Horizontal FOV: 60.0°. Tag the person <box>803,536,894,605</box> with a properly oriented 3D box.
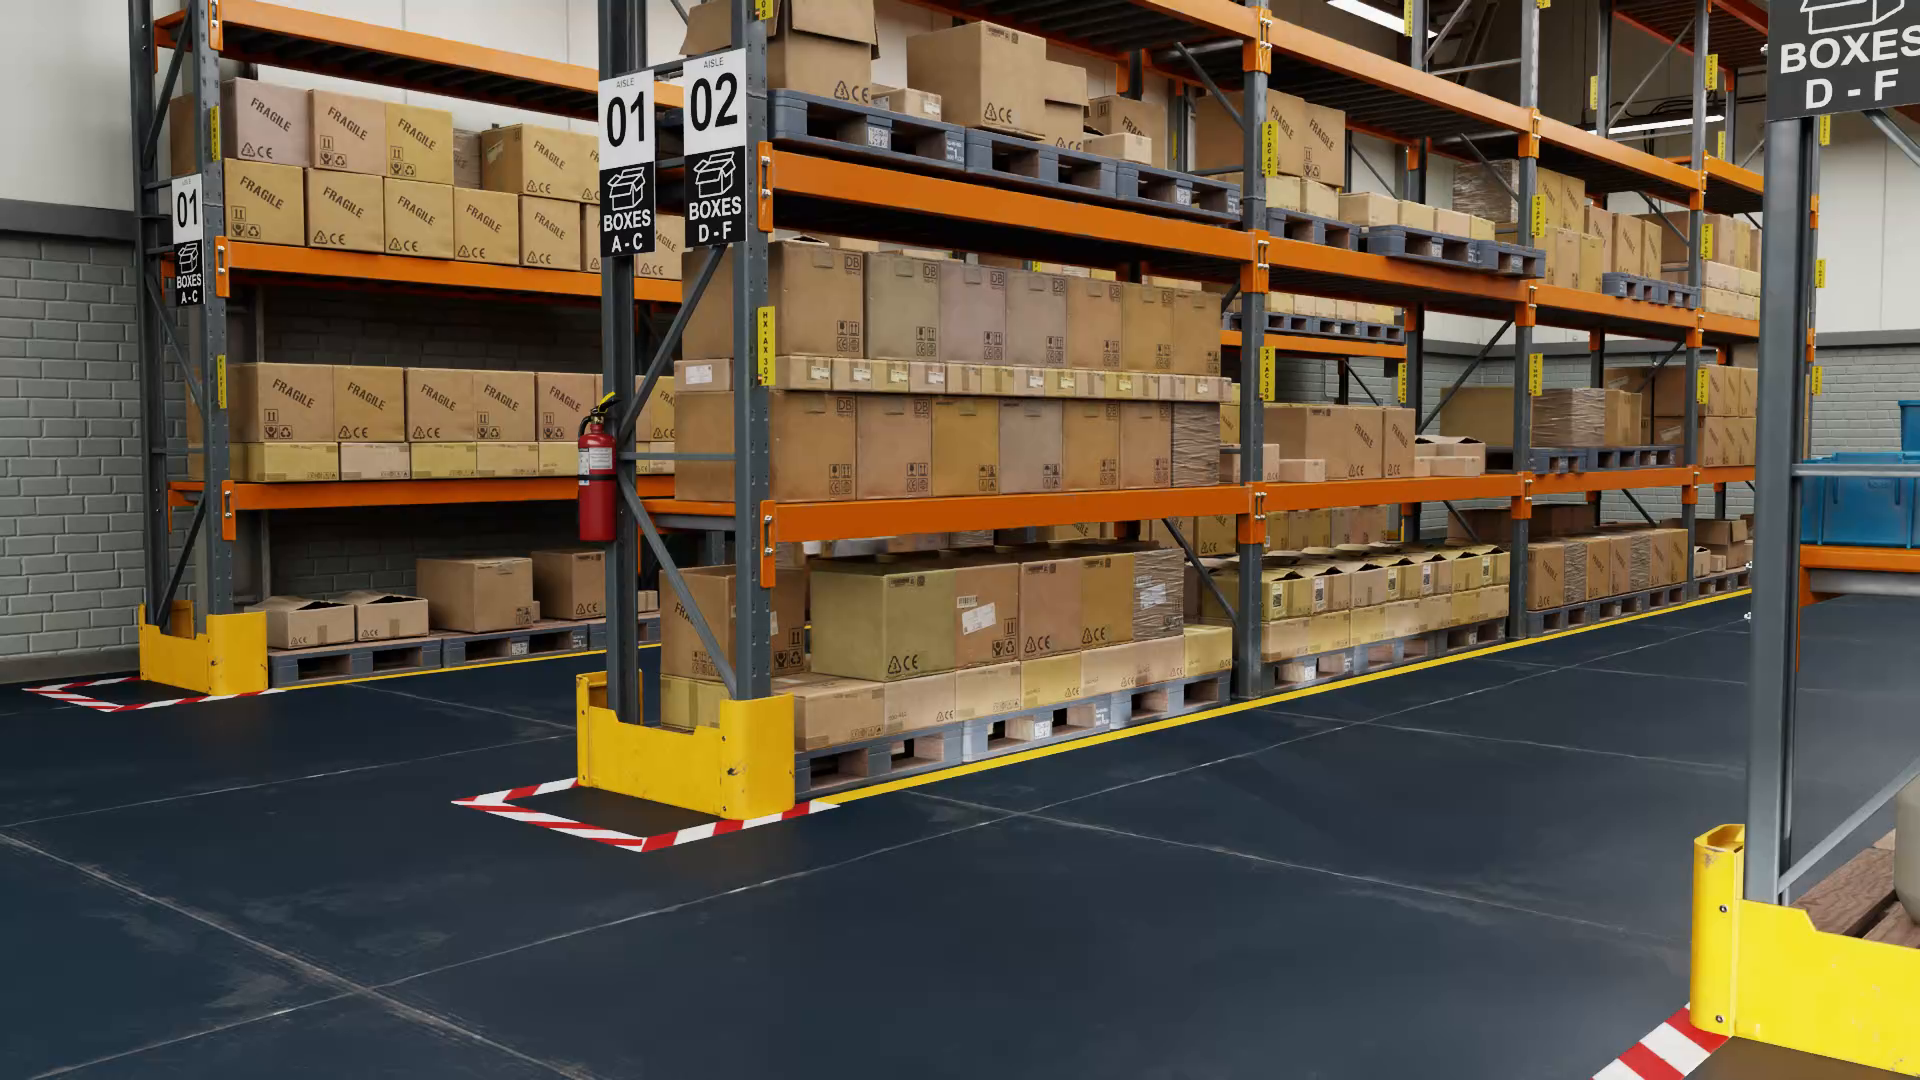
[{"bbox_3d":[-0.943,0.223,12.555,0.967,1.193,0.476,3,5,39],"label":"person"}]
